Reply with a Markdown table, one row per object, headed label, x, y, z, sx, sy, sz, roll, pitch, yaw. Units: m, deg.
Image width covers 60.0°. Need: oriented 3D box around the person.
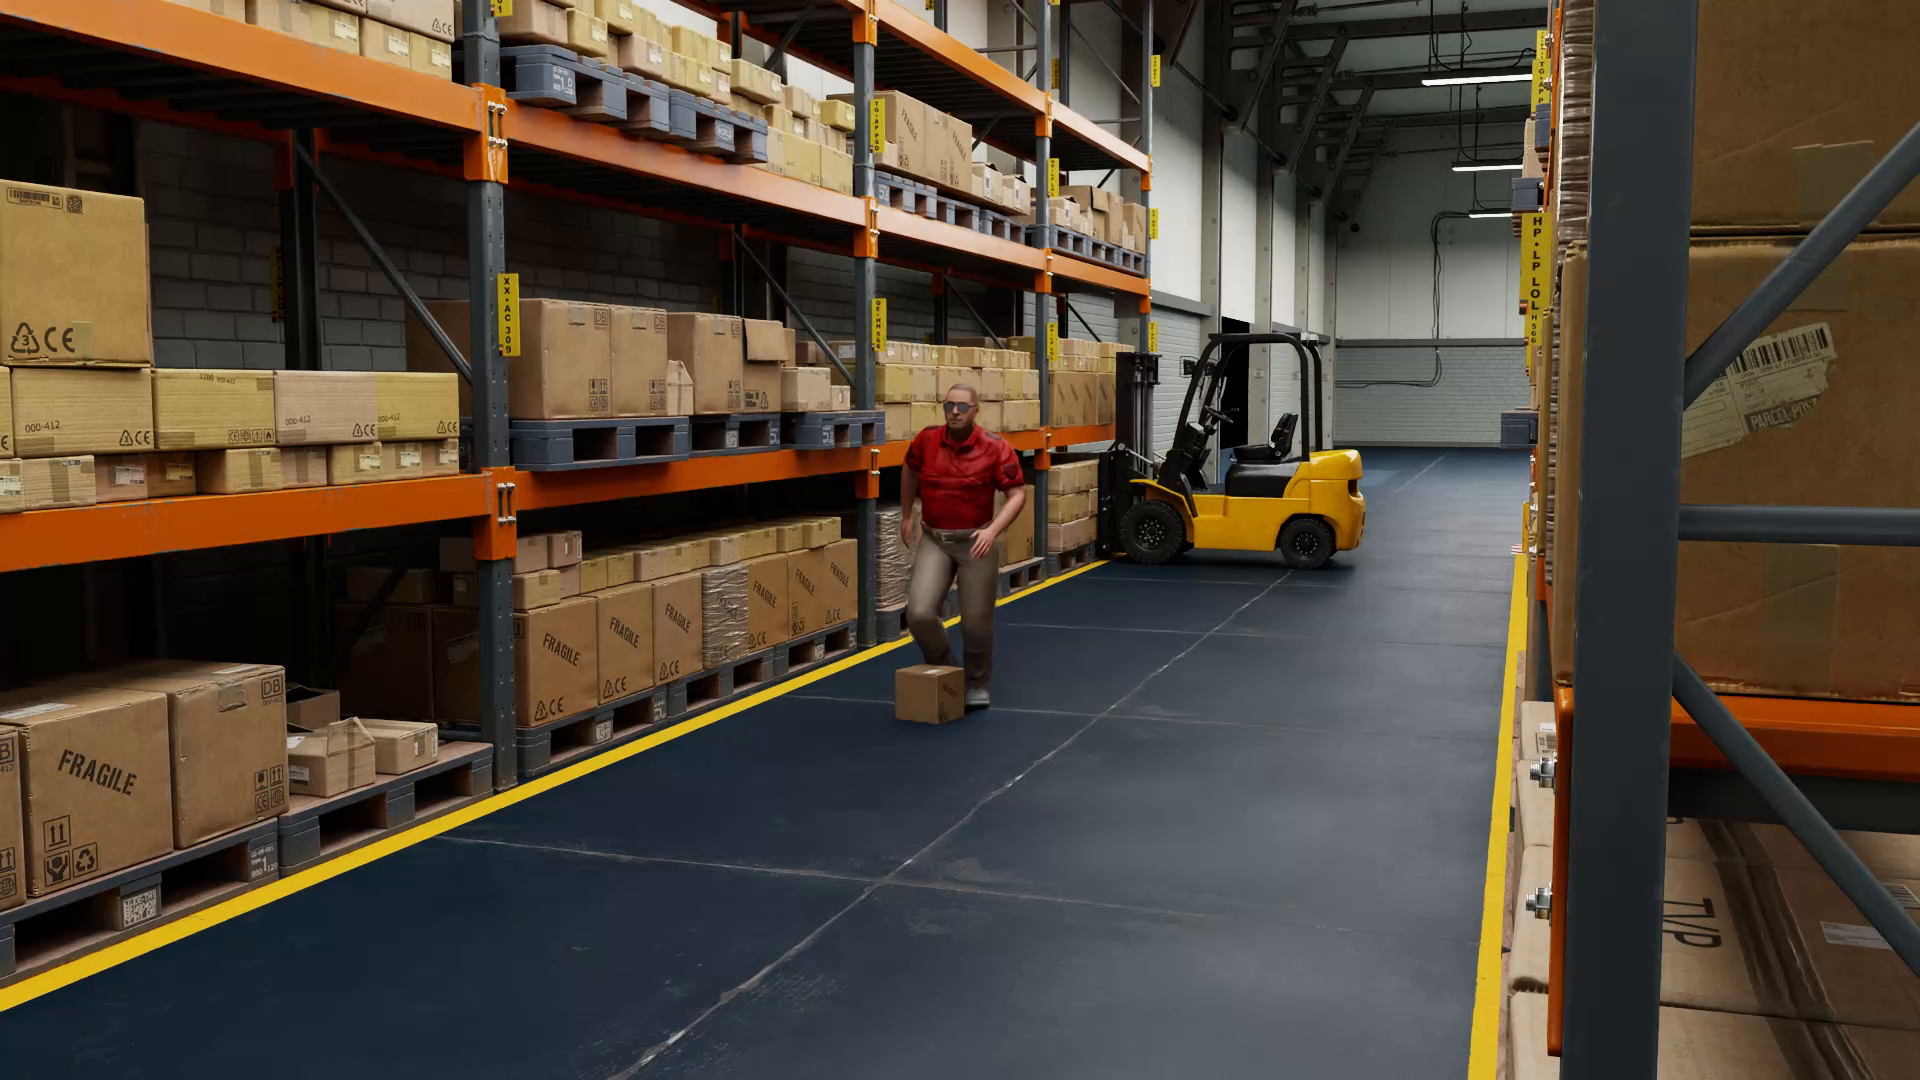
| label | x | y | z | sx | sy | sz | roll | pitch | yaw |
| --- | --- | --- | --- | --- | --- | --- | --- | --- | --- |
| person | -0.013 | 0.055 | 8.388 | 0.714 | 1.688 | 0.745 | 1 | 5 | 11 |
